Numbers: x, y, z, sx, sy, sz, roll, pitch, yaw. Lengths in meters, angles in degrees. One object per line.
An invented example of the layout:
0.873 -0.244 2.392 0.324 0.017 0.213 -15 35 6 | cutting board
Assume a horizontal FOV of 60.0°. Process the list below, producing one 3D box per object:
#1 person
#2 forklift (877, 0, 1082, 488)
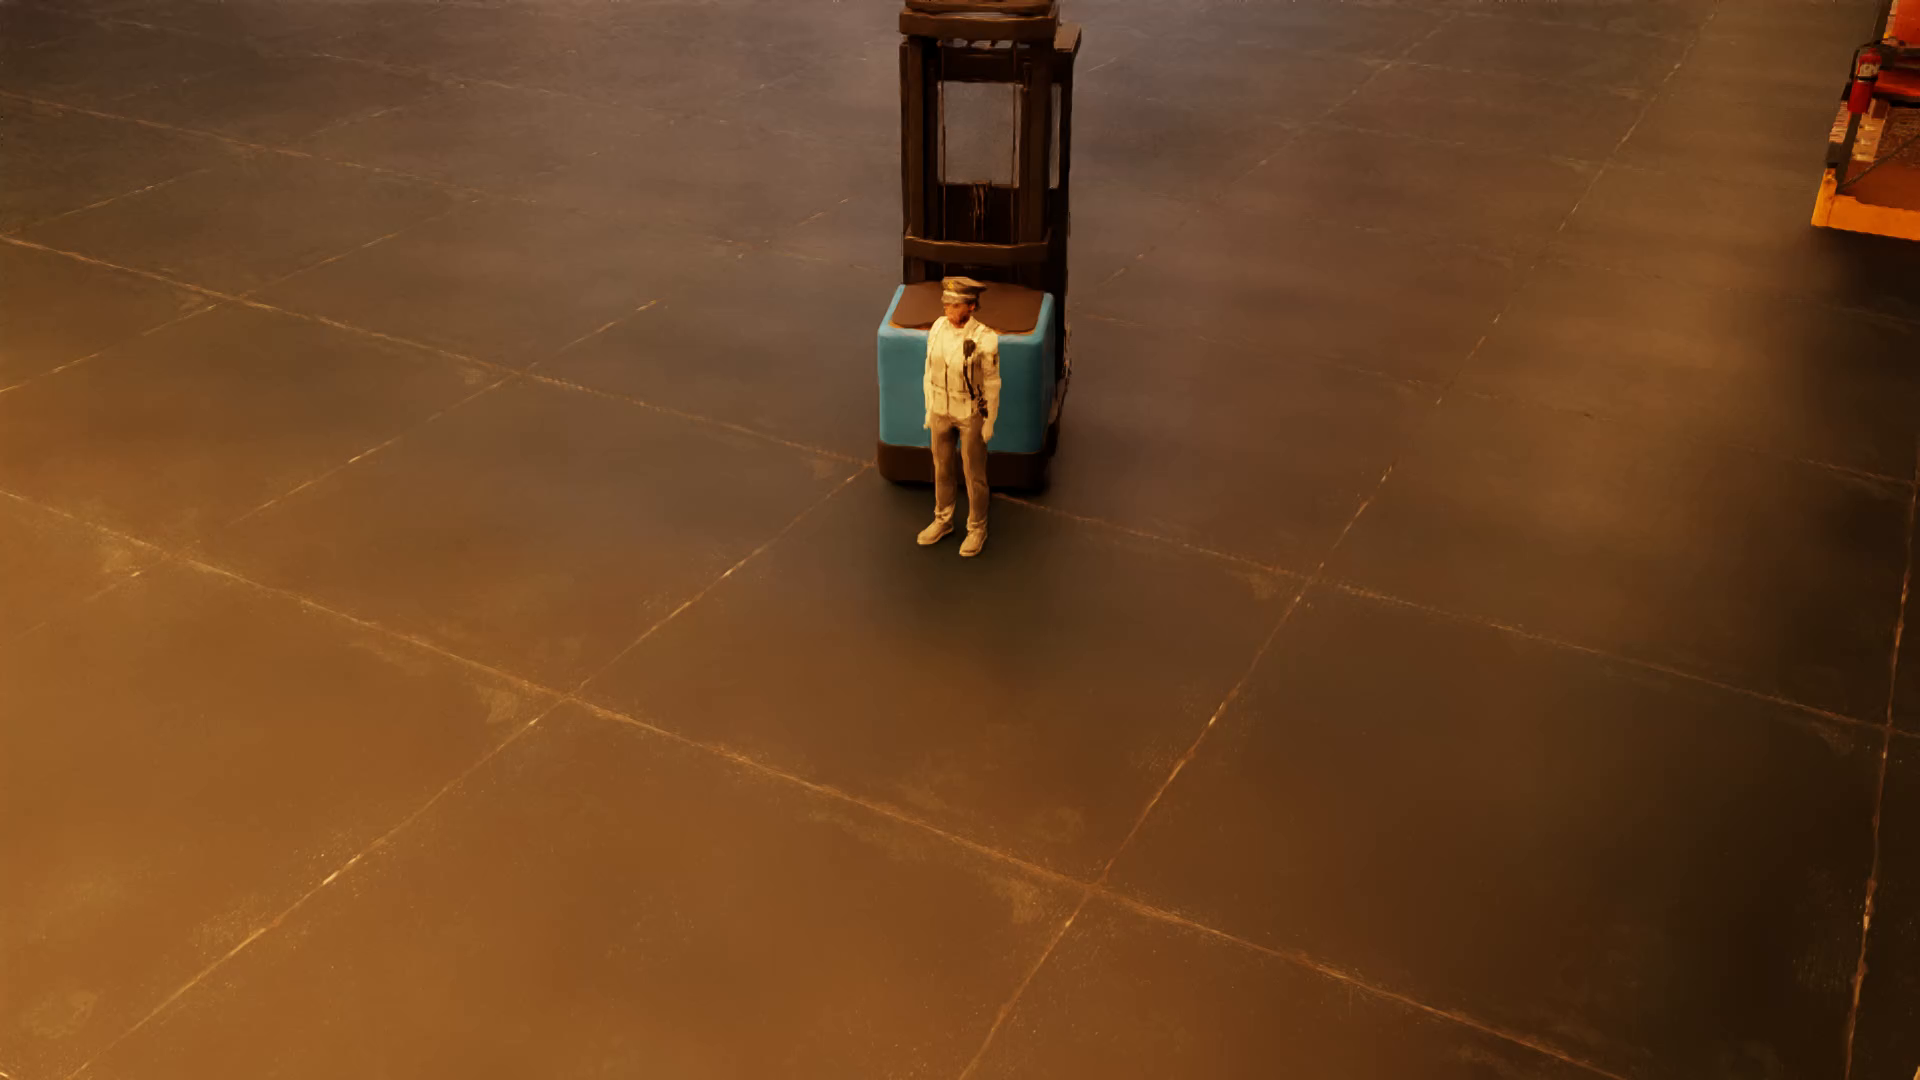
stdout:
-0.011 -0.725 9.572 0.452 1.692 0.337 15 33 25 | person
0.201 -2.311 11.076 1.130 2.935 3.031 4 30 7 | forklift
